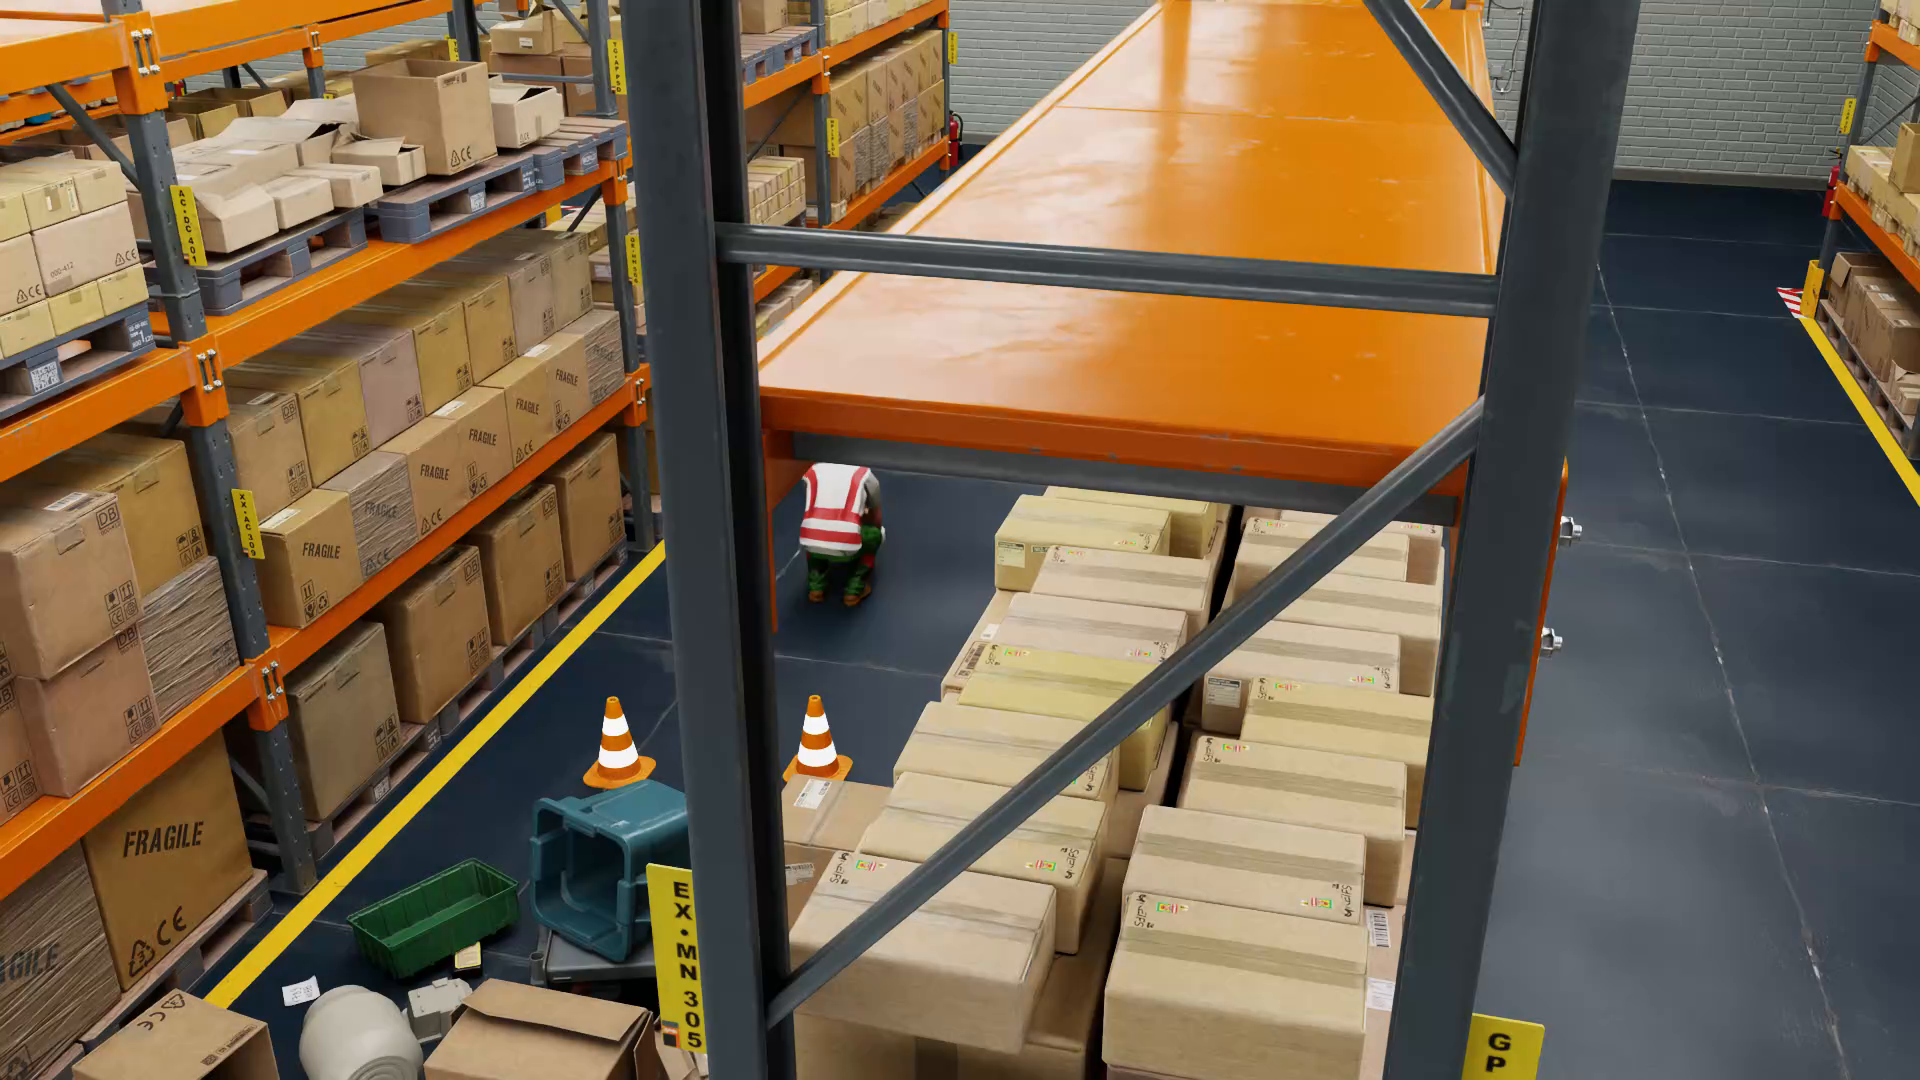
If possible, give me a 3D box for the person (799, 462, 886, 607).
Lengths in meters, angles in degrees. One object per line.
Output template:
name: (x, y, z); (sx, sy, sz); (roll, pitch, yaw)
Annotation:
person: (-0.785, -0.094, 10.953); (0.543, 0.894, 0.903); (6, 26, 12)
